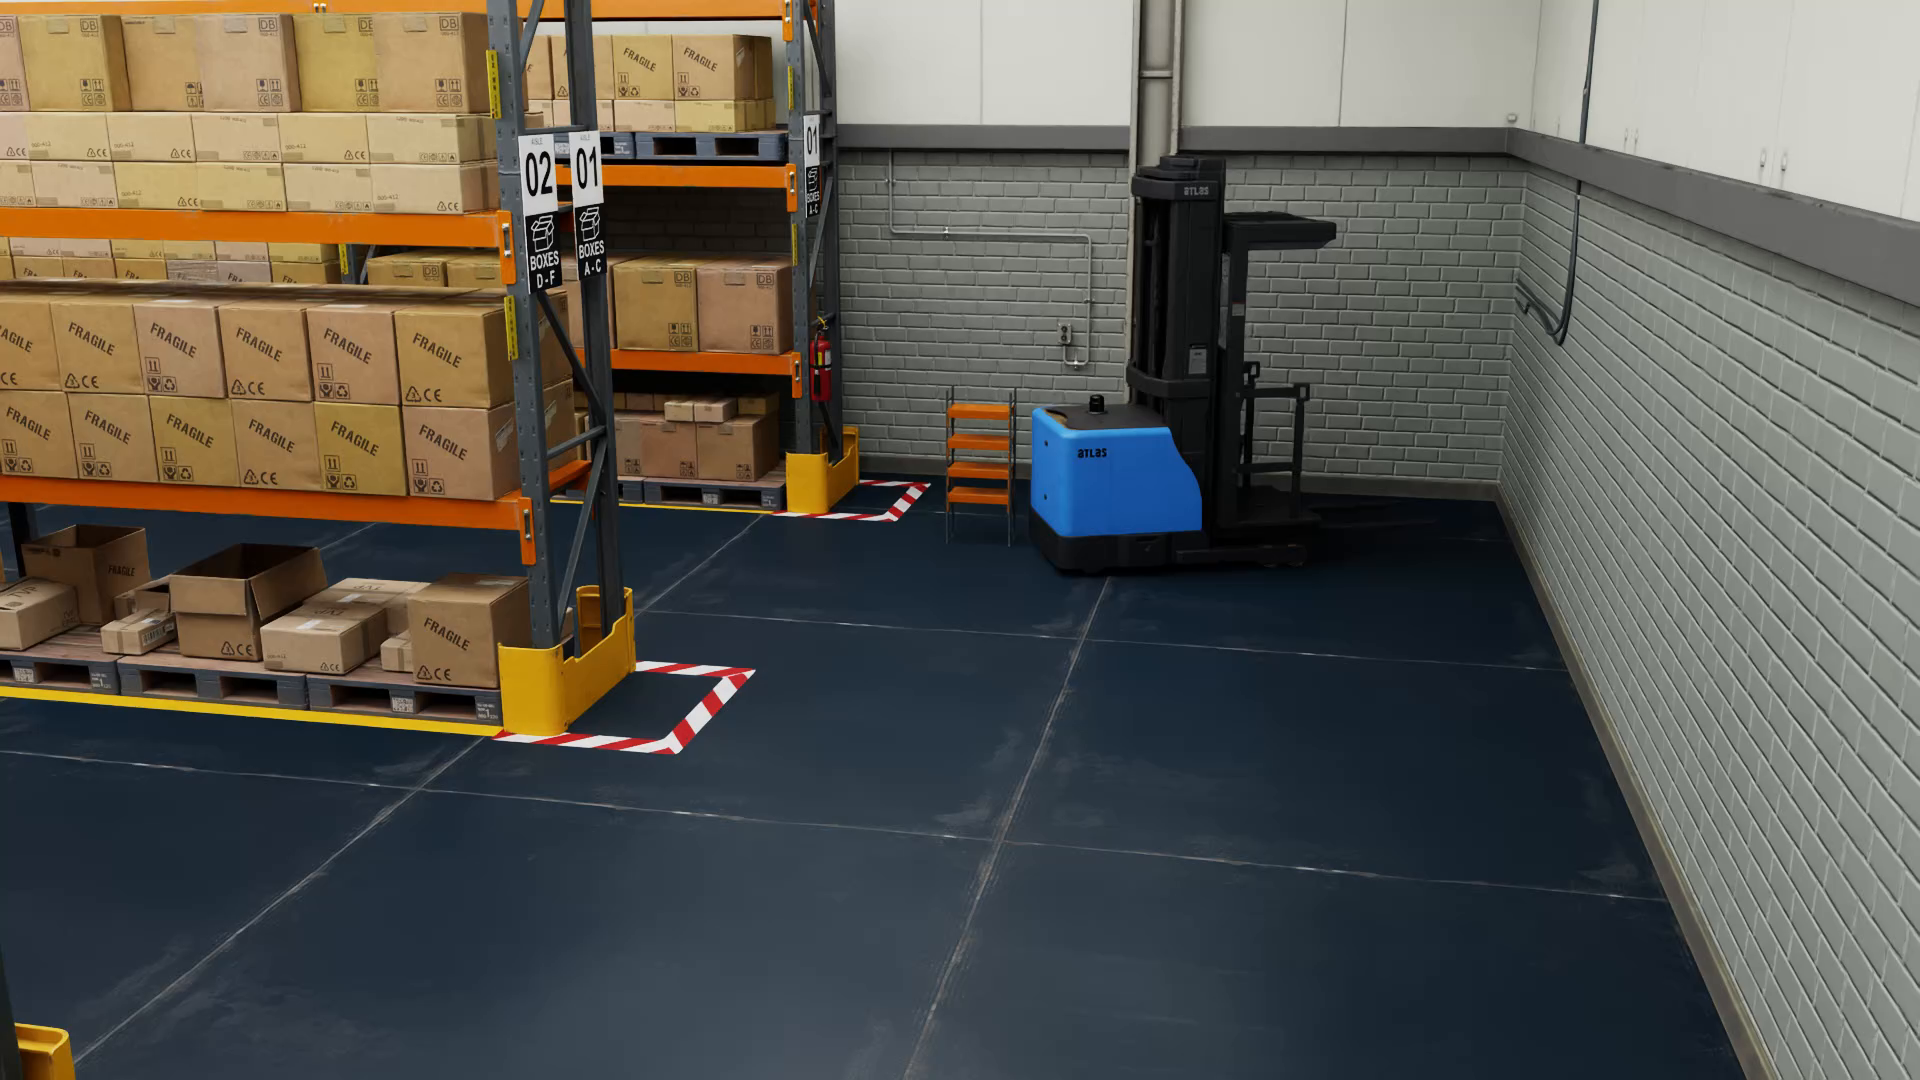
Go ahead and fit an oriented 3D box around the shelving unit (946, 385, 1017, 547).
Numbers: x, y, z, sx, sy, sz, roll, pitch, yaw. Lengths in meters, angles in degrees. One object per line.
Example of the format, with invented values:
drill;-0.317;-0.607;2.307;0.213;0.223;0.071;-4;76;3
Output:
shelving unit;0.162;-0.569;12.800;0.503;1.200;0.258;3;16;11

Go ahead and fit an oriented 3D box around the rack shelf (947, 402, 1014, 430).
rack shelf;0.162;-0.948;12.695;0.480;0.148;0.258;3;16;11

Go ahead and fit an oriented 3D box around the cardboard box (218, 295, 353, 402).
cardboard box;-3.670;-1.059;9.134;0.500;0.500;0.500;4;16;13

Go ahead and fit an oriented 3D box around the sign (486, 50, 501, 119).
sign;-2.305;-2.252;8.225;0.005;0.325;0.100;3;16;11

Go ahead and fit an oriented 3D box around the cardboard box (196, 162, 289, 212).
cardboard box;-3.711;-1.908;8.923;0.500;0.250;0.500;3;16;11

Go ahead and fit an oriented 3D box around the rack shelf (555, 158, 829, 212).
rack shelf;-3.152;-3.025;14.022;4.000;0.370;1.077;3;16;11

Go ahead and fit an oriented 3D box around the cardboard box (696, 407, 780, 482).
cardboard box;-1.898;-0.829;14.260;0.500;0.500;0.700;3;16;11

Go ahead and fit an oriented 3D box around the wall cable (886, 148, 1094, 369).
wall cable;0.252;-2.489;14.455;1.851;1.984;0.084;3;16;11

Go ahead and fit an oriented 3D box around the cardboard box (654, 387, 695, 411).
cardboard box;-2.477;-1.227;14.484;0.250;0.149;0.380;3;16;12

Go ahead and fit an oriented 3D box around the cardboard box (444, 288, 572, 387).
cardboard box;-2.557;-1.146;9.451;0.500;0.500;0.500;4;16;13

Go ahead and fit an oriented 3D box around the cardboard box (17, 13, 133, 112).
cardboard box;-4.658;-2.608;9.107;0.500;0.500;0.700;3;16;11

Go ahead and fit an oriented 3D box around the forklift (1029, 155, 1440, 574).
forklift;2.100;-1.341;12.344;3.031;2.935;1.130;-3;16;-11

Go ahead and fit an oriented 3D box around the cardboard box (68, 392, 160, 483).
cardboard box;-4.658;-0.633;9.470;0.500;0.500;0.500;3;16;11

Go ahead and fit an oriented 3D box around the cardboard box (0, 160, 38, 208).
cardboard box;-5.179;-1.992;9.225;0.500;0.250;0.500;3;16;11

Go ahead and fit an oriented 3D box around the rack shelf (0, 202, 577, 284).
rack shelf;-4.135;-1.729;9.344;4.000;0.370;1.077;3;16;11

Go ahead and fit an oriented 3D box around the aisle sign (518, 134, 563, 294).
aisle sign;-2.169;-1.693;8.614;0.004;0.787;0.394;3;16;11

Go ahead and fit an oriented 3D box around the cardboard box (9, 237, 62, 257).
cardboard box;-8.111;-2.688;14.890;0.500;0.250;0.500;3;16;10

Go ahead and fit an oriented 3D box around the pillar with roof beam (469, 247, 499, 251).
pillar with roof beam;-5.111;-3.987;10.527;0.400;9.000;9.100;3;16;11

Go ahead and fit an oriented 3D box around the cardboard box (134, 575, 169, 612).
cardboard box;-4.745;0.343;10.347;0.500;0.311;0.500;3;16;11

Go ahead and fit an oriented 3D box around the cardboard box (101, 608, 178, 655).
cardboard box;-4.877;0.539;9.910;0.250;0.166;0.380;3;16;11

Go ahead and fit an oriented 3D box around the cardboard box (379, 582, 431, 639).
cardboard box;-3.141;0.460;10.040;0.500;0.250;0.500;3;16;11

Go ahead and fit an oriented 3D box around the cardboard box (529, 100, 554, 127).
cardboard box;-3.486;-3.495;13.677;0.500;0.250;0.500;3;16;10

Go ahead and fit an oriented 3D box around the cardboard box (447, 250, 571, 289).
cardboard box;-3.869;-2.104;14.406;0.700;0.700;0.980;3;16;10

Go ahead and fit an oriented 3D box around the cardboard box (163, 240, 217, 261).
cardboard box;-6.619;-2.610;14.608;0.500;0.250;0.500;3;16;12

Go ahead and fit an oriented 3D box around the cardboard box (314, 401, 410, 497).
cardboard box;-3.177;-0.551;9.176;0.500;0.500;0.500;3;16;12

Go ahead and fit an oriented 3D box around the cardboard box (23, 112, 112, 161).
cardboard box;-4.690;-2.204;9.055;0.500;0.250;0.500;3;16;11

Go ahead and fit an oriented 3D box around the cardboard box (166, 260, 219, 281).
cardboard box;-6.606;-2.246;14.699;0.500;0.500;0.500;3;16;11

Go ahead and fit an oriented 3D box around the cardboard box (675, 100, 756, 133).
cardboard box;-1.962;-3.413;13.383;0.500;0.250;0.500;4;16;13

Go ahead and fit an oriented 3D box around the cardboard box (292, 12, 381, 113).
cardboard box;-3.155;-2.571;8.976;0.500;0.500;0.700;3;16;11

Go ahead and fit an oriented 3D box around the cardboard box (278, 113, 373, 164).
cardboard box;-3.219;-2.125;8.770;0.500;0.250;0.500;3;16;11

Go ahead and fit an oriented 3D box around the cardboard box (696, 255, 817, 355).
cardboard box;-1.693;-1.989;13.991;0.700;0.700;0.980;4;16;14

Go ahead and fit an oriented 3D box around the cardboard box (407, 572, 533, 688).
cardboard box;-2.757;0.504;9.411;0.500;0.500;0.500;3;16;11

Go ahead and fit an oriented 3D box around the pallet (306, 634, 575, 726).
pallet;-3.031;0.774;9.803;1.213;0.211;1.003;3;16;11

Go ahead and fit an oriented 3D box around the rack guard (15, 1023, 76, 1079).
rack guard;-3.140;1.974;4.928;0.348;0.500;1.175;3;16;11

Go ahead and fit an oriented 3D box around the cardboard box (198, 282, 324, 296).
cardboard box;-4.058;-1.227;9.742;0.500;0.500;0.500;3;16;11

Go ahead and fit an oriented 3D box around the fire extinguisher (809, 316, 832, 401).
fire extinguisher;-1.136;-1.474;13.538;0.183;0.674;0.296;3;16;11

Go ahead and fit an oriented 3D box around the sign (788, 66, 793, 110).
sign;-1.313;-3.513;12.925;0.005;0.325;0.100;3;16;11

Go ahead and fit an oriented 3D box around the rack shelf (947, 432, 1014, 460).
rack shelf;0.162;-0.720;12.758;0.480;0.148;0.258;3;16;11

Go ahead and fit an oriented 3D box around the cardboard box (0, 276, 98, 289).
cardboard box;-5.548;-1.307;10.033;0.500;0.500;0.500;3;16;11

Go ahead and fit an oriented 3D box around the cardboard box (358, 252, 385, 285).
cardboard box;-5.512;-2.324;14.981;0.500;0.500;0.500;3;16;9

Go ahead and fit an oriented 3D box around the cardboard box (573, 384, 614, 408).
cardboard box;-3.226;-1.267;14.629;0.250;0.149;0.380;3;16;10

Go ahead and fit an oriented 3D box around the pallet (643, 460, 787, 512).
pallet;-1.991;-0.498;14.395;1.213;0.211;1.003;3;16;11

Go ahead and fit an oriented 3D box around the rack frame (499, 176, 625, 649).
rack frame;-2.175;-0.524;9.264;0.127;3.000;1.000;3;16;11

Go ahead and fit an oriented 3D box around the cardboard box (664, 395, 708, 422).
cardboard box;-2.310;-1.114;14.075;0.250;0.149;0.380;4;16;13

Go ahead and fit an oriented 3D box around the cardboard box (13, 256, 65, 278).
cardboard box;-8.095;-2.323;14.979;0.500;0.500;0.500;4;16;13

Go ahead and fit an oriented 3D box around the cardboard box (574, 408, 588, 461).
cardboard box;-3.405;-0.908;14.548;0.500;0.500;0.700;3;16;12

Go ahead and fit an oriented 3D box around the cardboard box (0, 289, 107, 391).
cardboard box;-5.184;-1.141;9.430;0.500;0.500;0.500;3;16;9

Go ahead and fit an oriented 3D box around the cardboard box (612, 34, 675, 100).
cardboard box;-2.451;-3.802;13.382;0.500;0.500;0.500;4;16;13

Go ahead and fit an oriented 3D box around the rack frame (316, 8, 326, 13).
rack frame;-5.111;-4.924;13.910;0.127;3.000;1.000;3;16;11
